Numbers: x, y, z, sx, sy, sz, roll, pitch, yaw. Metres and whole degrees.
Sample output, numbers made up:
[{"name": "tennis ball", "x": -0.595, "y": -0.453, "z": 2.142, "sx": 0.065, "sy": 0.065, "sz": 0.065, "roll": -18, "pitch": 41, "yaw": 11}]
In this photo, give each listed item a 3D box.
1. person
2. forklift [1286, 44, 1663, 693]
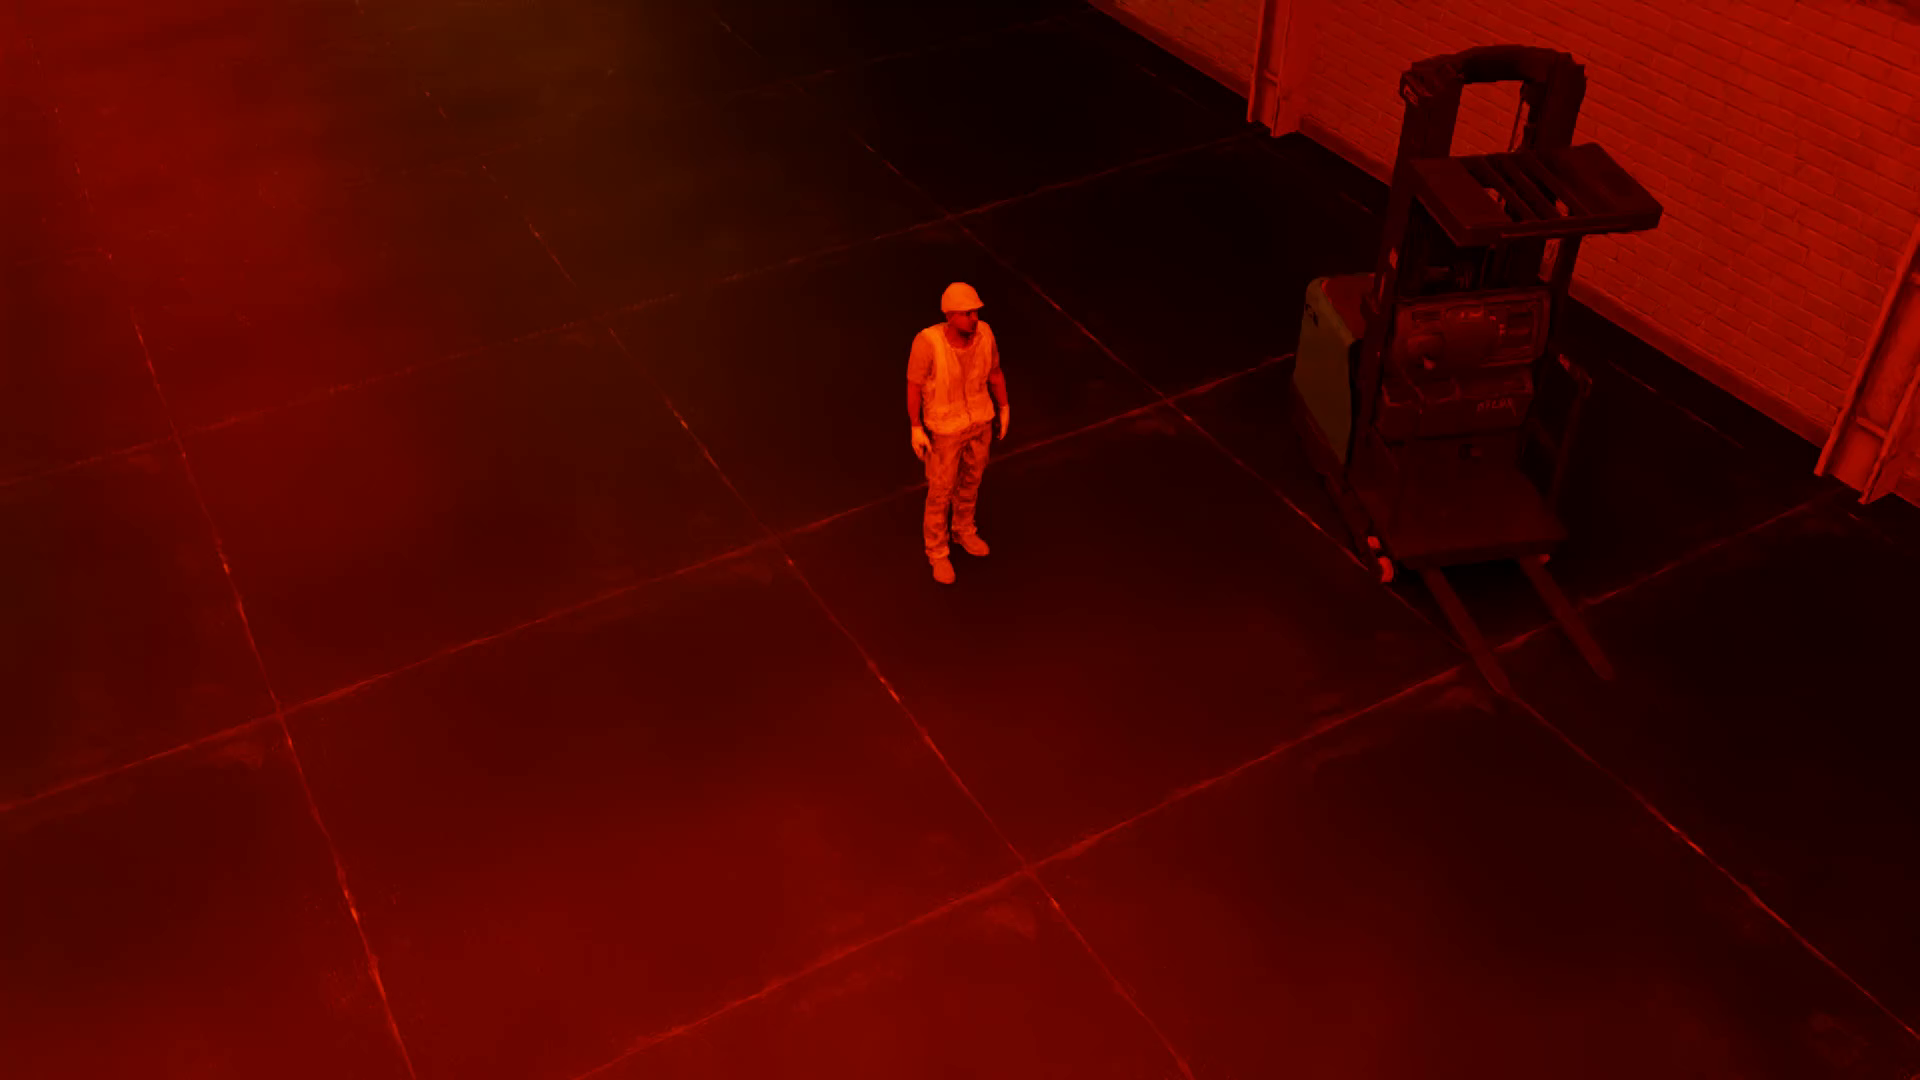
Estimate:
[{"name": "person", "x": 0.029, "y": -0.649, "z": 9.707, "sx": 0.655, "sy": 1.782, "sz": 0.576, "roll": -20, "pitch": 44, "yaw": -23}, {"name": "forklift", "x": 2.981, "y": -1.119, "z": 9.385, "sx": 1.130, "sy": 2.935, "sz": 3.031, "roll": -7, "pitch": 40, "yaw": -8}]
